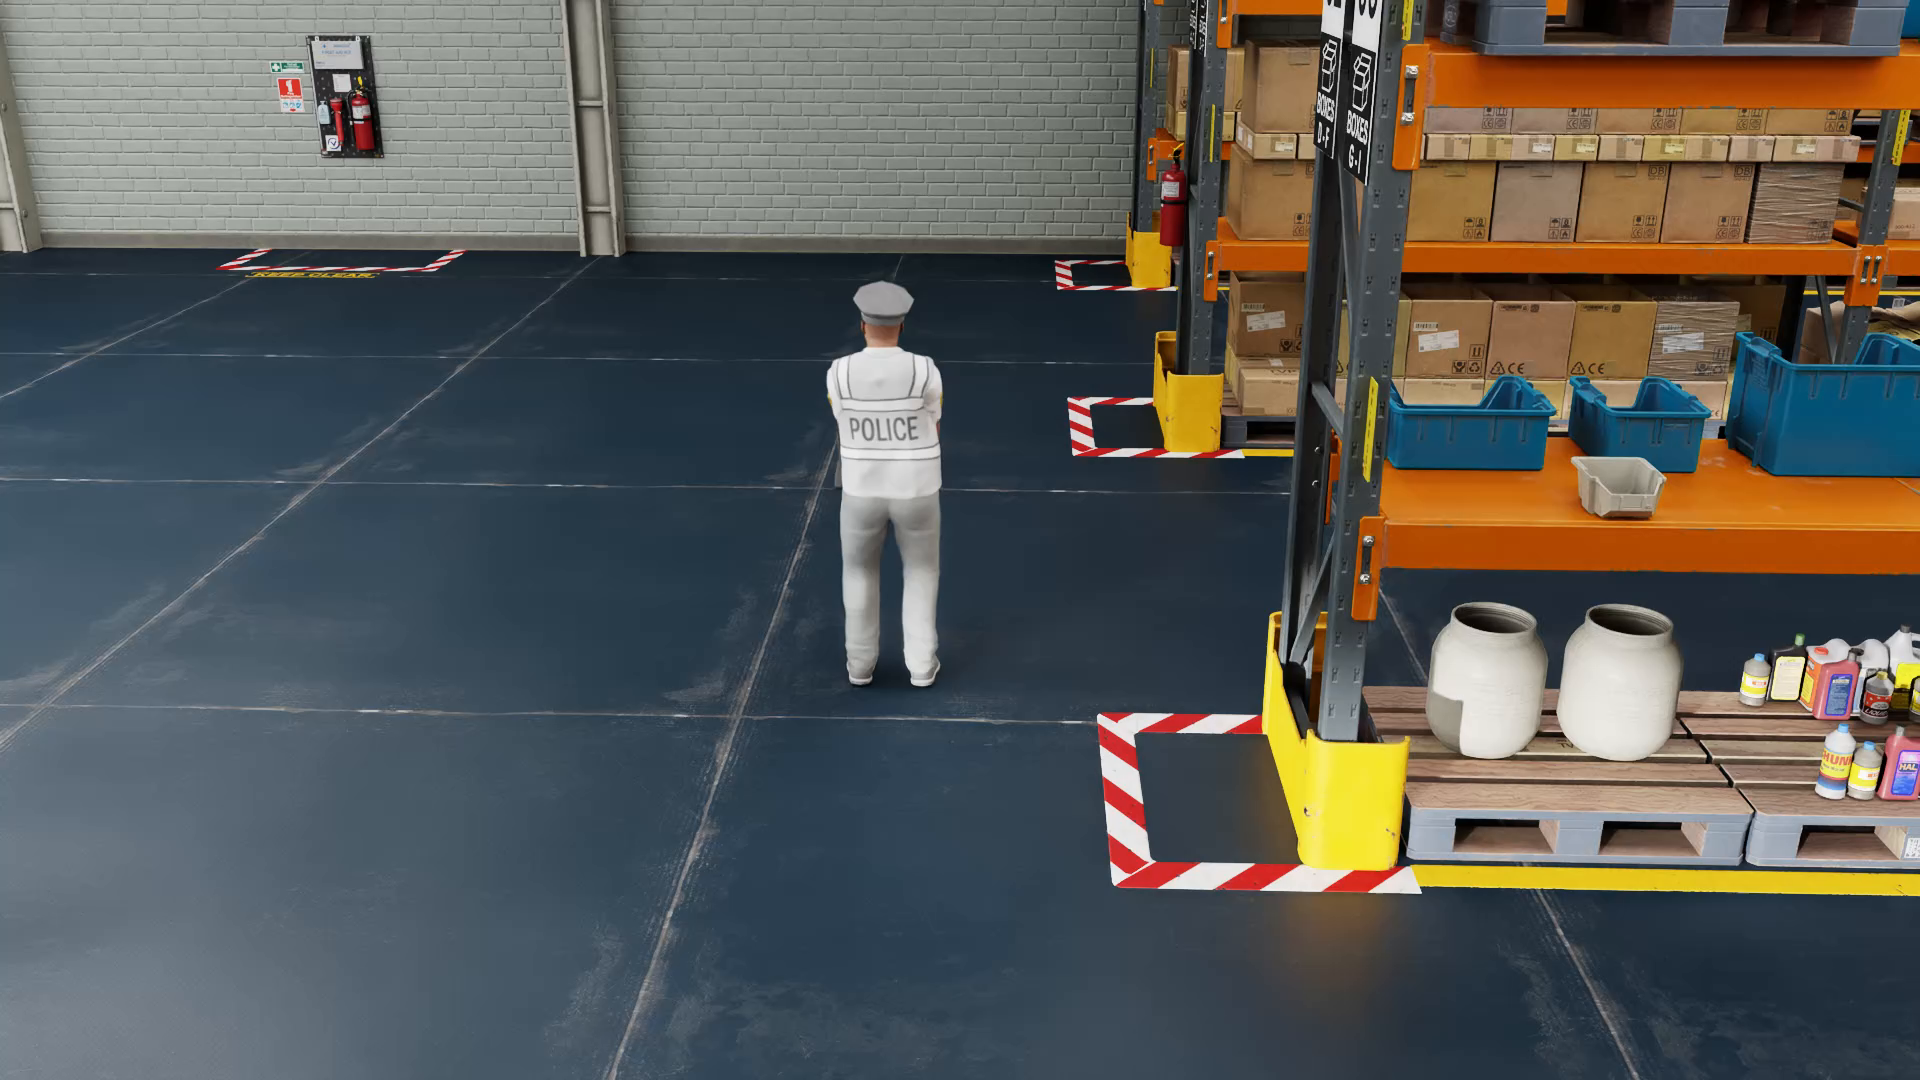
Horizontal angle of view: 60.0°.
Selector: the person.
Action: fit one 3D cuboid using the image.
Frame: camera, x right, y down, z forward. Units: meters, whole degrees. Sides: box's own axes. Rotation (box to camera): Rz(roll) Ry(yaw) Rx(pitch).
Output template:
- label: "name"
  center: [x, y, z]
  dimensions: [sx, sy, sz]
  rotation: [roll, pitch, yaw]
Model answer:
- label: "person"
  center: [-0.314, -0.242, 7.198]
  dimensions: [0.490, 1.770, 0.575]
  rotation: [0, 21, 1]
